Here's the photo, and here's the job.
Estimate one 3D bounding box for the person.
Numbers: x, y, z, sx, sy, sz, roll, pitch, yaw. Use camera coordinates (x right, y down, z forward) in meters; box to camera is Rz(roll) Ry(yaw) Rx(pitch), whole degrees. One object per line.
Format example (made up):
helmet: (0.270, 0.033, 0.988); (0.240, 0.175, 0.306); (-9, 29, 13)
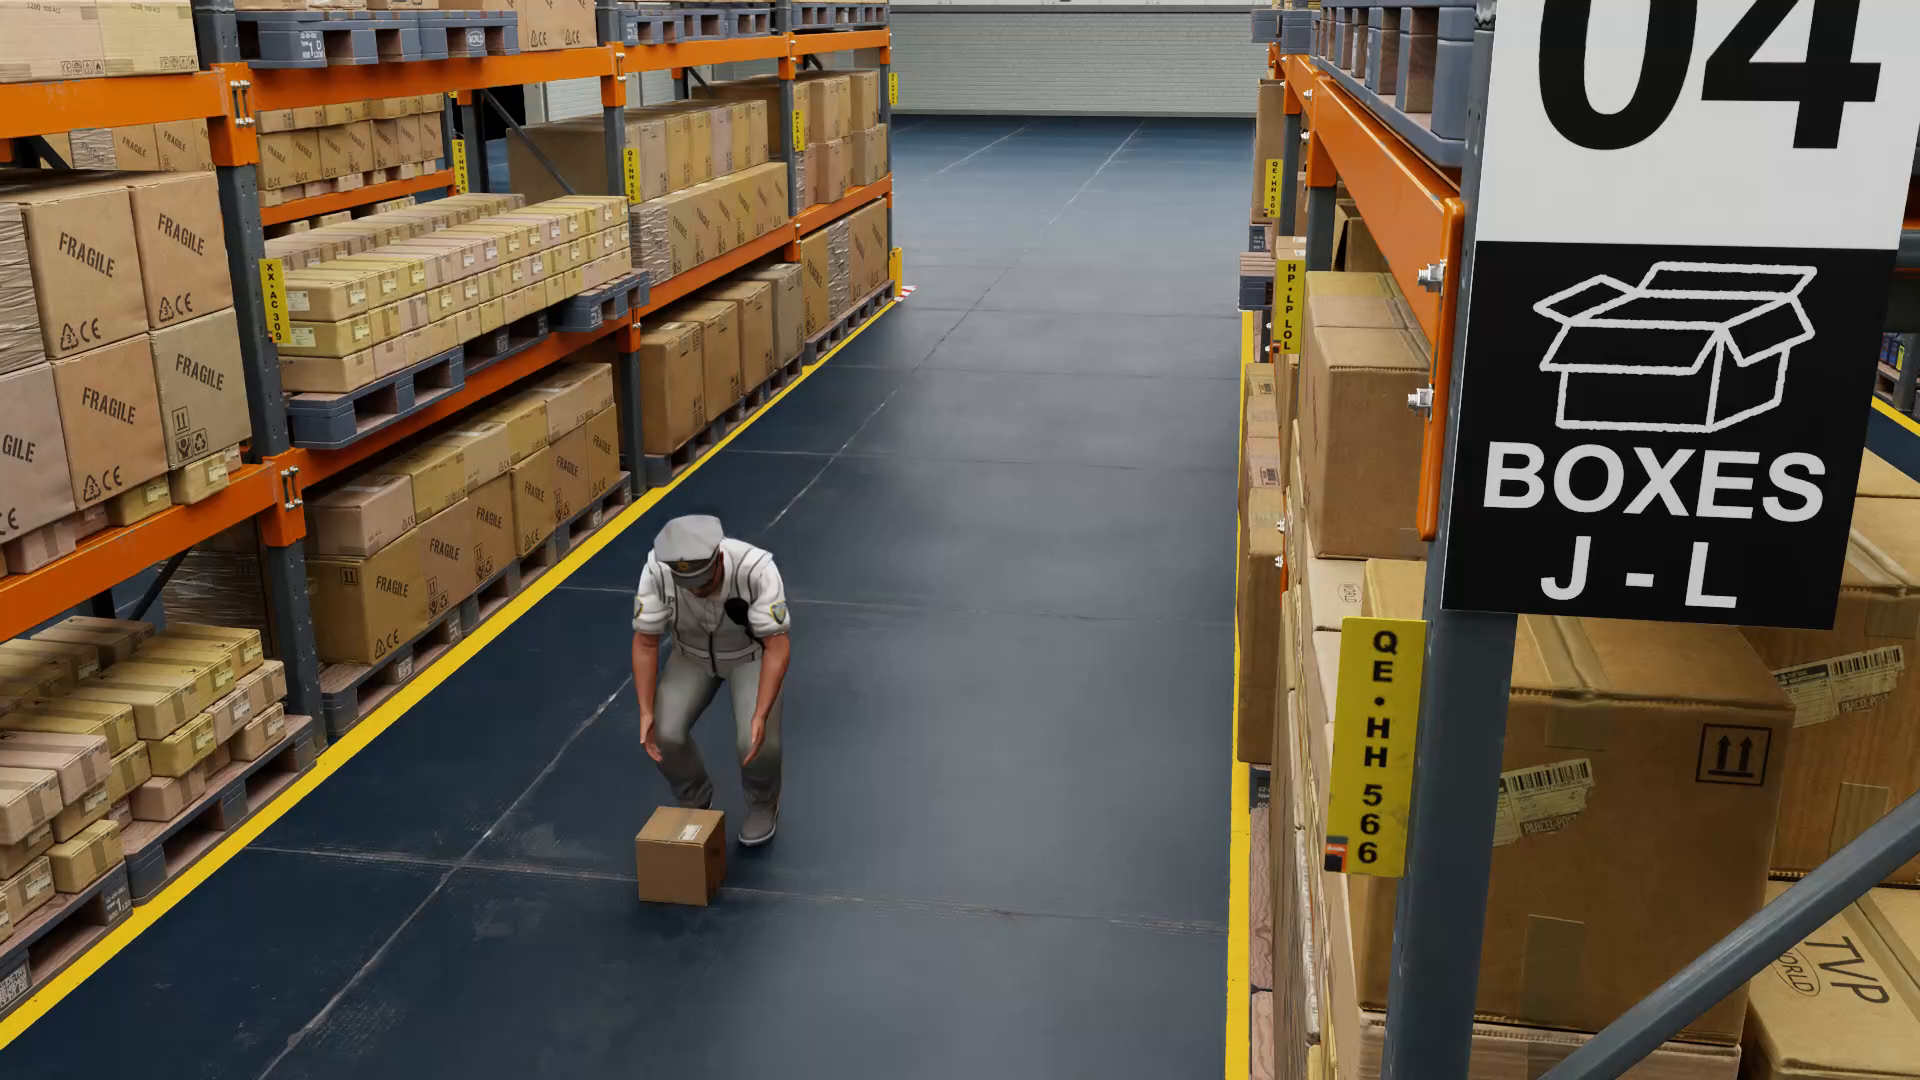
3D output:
person: (-0.885, 0.492, 6.174); (0.589, 1.351, 0.841); (3, 18, 9)
